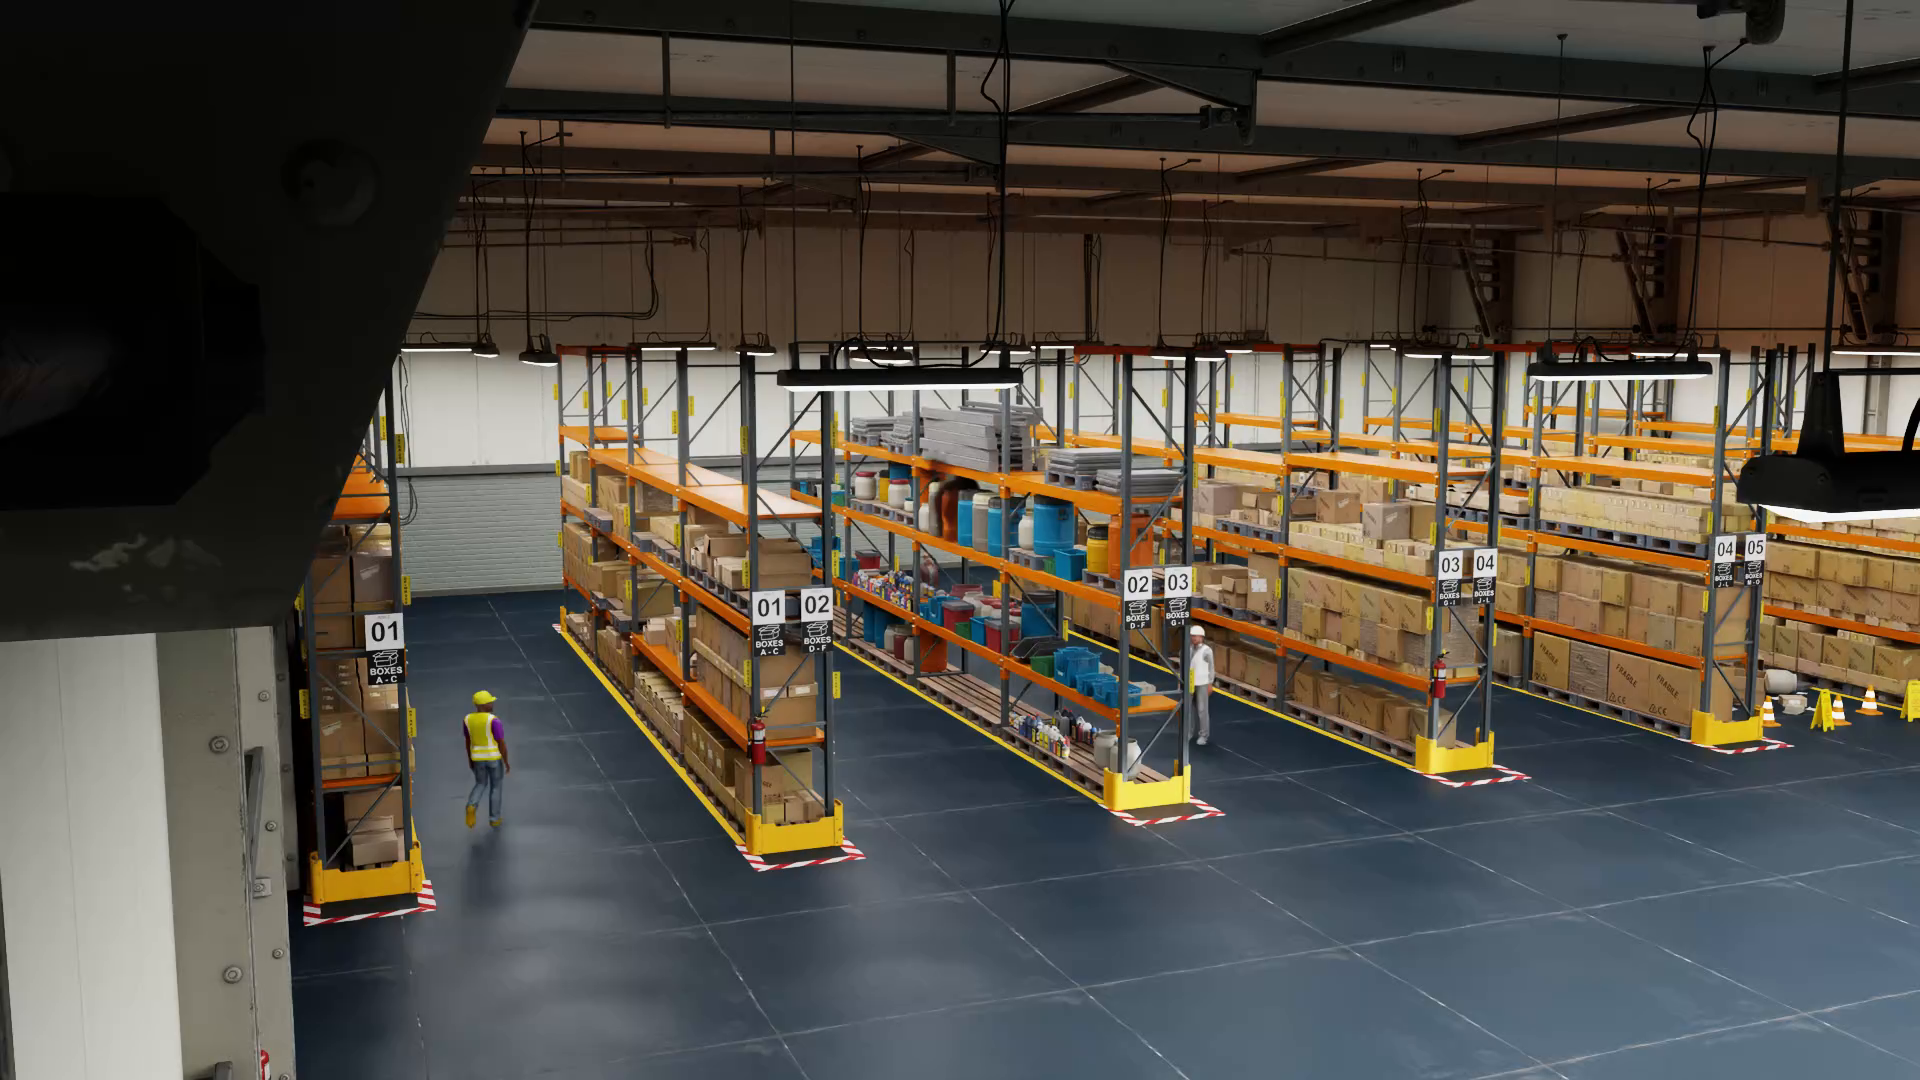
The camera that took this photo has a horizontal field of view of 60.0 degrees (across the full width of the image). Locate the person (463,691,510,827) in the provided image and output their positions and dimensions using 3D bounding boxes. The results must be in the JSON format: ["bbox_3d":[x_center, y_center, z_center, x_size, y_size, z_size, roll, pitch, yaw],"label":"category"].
[{"bbox_3d":[-5.999,2.779,21.052,0.601,1.756,0.649,1,7,9],"label":"person"}]

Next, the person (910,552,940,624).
[{"bbox_3d":[-0.619,1.119,34.350,0.666,1.722,1.082,-6,10,-41],"label":"person"}]

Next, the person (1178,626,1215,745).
[{"bbox_3d":[3.614,2.214,25.562,0.563,1.790,0.406,7,10,43],"label":"person"}]
